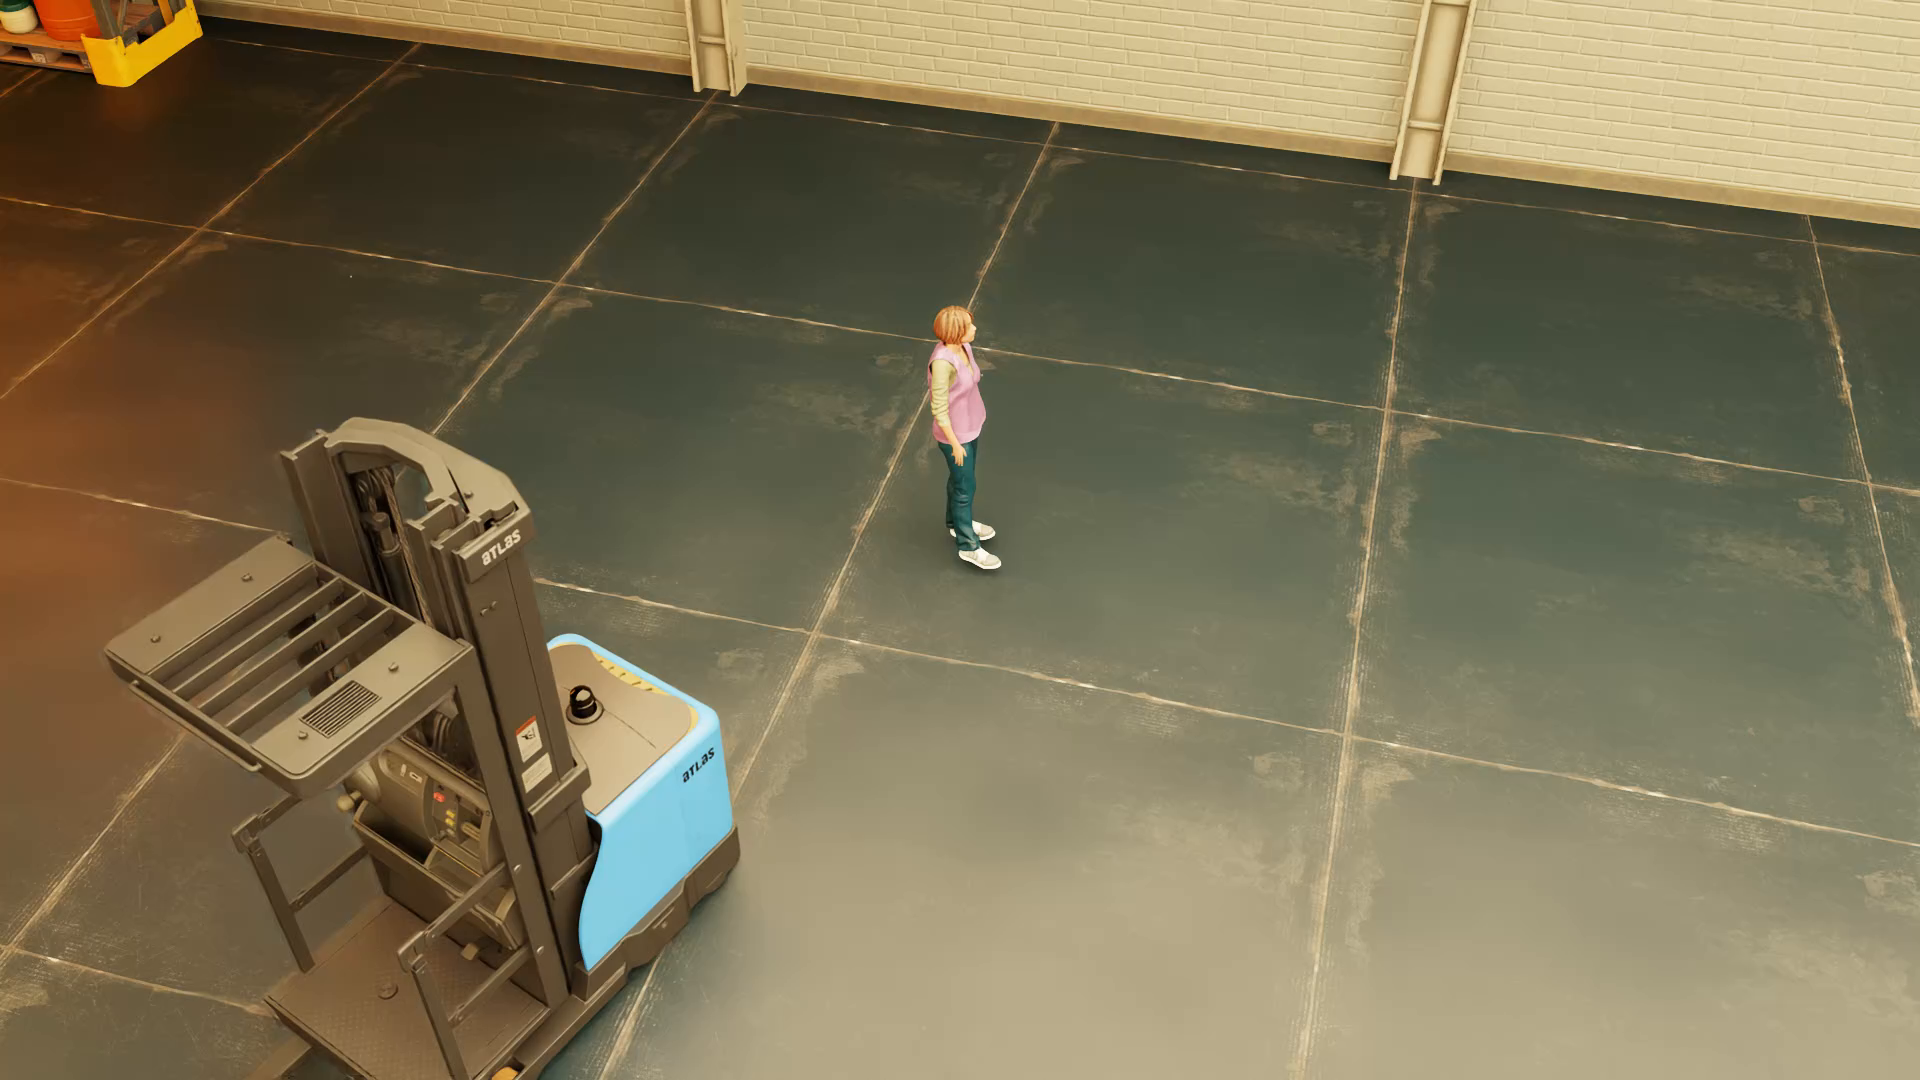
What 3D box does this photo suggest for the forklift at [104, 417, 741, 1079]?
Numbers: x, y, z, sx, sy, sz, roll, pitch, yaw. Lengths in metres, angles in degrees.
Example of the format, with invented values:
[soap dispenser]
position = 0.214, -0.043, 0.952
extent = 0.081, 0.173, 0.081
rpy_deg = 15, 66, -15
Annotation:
[forklift]
position = -2.337, 1.108, 6.598
extent = 1.130, 2.935, 3.031
rpy_deg = 25, 47, 25

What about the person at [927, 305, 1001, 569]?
[person]
position = 0.067, -0.615, 9.503
extent = 0.475, 1.597, 0.520
rpy_deg = 10, 42, 11
